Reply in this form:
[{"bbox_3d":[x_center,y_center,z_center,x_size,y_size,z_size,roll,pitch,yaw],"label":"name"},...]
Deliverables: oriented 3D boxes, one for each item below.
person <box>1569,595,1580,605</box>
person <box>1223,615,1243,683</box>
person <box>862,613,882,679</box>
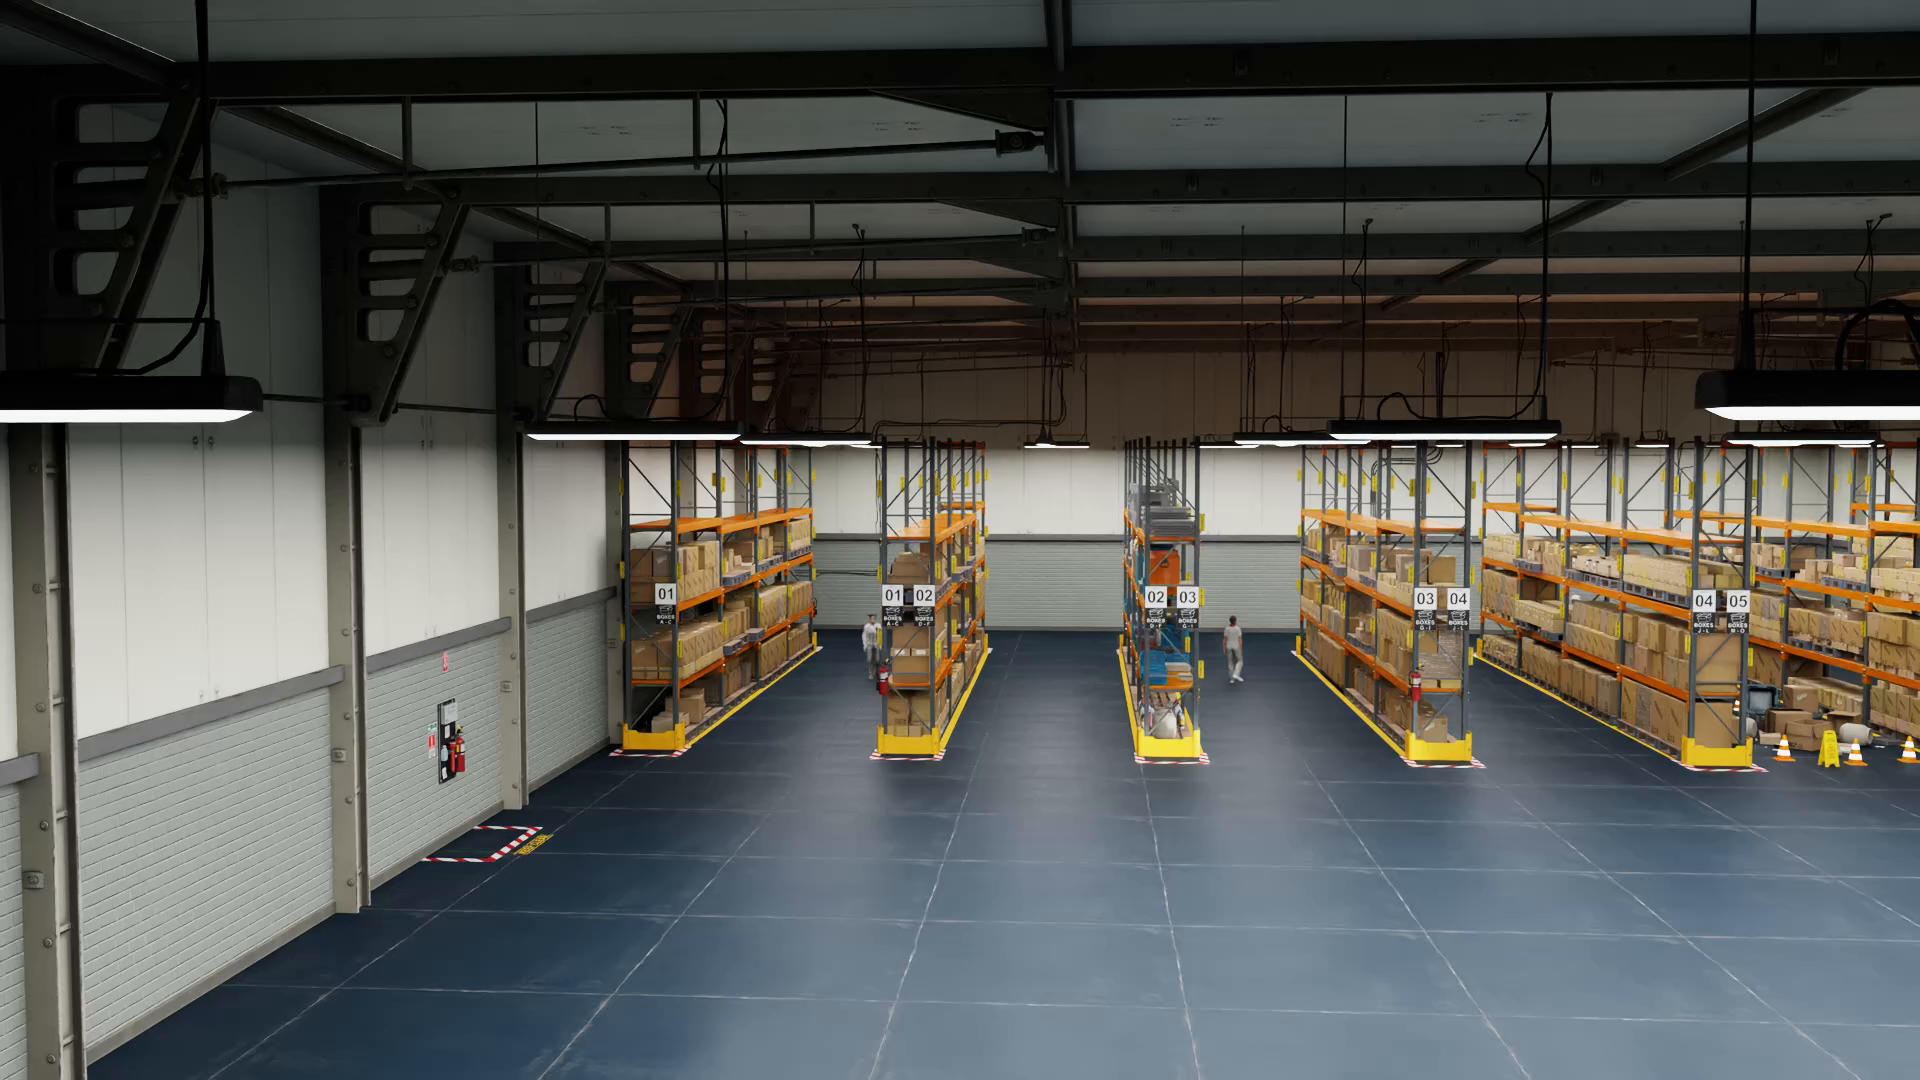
[{"bbox_3d":[17.034,2.408,45.795,0.542,1.790,0.561,-2,3,-27],"label":"person"},{"bbox_3d":[6.747,2.700,41.033,0.502,1.669,0.524,1,3,14],"label":"person"},{"bbox_3d":[-2.190,2.659,41.927,0.562,1.667,0.534,0,3,-3],"label":"person"}]
